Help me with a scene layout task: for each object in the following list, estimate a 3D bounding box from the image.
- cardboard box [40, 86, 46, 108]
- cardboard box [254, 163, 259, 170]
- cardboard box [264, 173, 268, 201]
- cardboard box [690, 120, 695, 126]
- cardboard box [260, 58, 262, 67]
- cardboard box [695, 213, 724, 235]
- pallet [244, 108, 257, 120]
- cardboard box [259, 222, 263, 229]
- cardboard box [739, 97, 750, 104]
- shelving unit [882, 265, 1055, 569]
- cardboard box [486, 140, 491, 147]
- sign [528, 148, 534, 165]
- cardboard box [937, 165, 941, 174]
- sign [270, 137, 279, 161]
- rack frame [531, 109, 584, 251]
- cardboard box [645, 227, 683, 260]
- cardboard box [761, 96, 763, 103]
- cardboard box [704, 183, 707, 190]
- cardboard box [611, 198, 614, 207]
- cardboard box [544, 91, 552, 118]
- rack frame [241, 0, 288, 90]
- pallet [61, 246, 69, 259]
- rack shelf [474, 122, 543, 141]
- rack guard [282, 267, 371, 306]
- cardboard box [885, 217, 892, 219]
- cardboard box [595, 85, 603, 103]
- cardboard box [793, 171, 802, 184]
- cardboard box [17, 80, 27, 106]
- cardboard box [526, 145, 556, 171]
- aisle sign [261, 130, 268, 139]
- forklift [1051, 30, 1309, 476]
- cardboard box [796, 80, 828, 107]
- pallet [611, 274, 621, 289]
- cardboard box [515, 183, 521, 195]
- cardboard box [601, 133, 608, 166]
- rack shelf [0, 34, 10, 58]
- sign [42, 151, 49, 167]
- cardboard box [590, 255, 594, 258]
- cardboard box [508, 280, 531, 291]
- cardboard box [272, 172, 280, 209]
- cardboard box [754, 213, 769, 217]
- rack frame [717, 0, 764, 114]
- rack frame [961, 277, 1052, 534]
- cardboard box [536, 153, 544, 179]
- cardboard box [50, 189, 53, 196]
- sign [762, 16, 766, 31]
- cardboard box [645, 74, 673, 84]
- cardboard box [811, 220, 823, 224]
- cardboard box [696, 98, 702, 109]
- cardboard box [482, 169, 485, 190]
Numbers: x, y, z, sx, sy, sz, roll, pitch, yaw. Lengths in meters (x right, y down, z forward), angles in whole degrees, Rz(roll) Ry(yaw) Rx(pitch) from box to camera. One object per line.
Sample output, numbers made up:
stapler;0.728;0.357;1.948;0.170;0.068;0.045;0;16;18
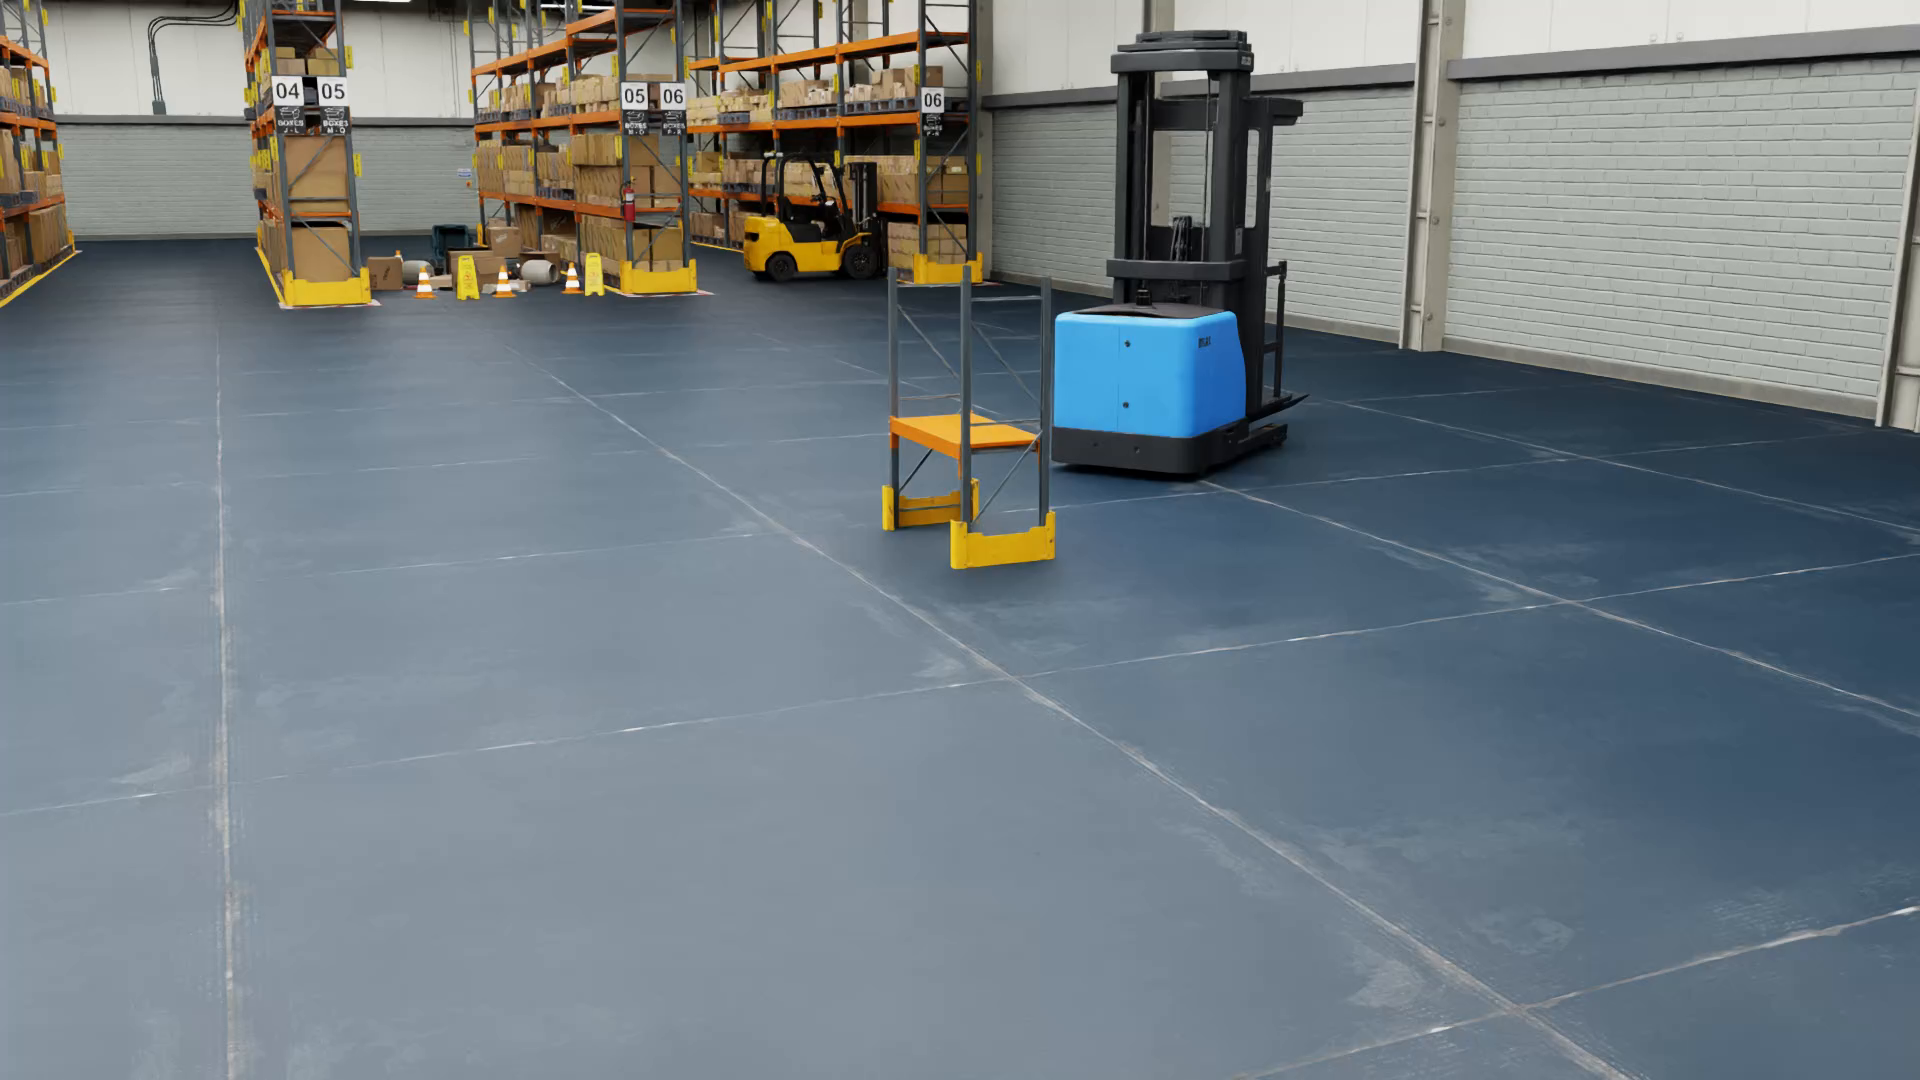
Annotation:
cardboard box;-19.985;-9.467;35.595;0.700;0.500;0.500;-7;15;-26
cardboard box;-13.382;-7.174;32.019;0.380;0.149;0.250;-5;14;-21
cardboard box;-12.520;-6.512;30.633;0.500;0.500;0.500;-5;14;-22
cardboard box;-6.367;-10.182;40.616;0.380;0.149;0.250;-6;14;-23
cardboard box;-10.811;-7.524;26.210;0.380;0.149;0.250;-6;14;-23
cardboard box;-6.150;-7.822;41.128;0.700;0.500;0.500;-5;14;-21
pallet;-13.487;-8.426;32.887;1.213;0.211;1.003;-6;14;-23
cardboard box;-15.554;-7.090;37.424;0.380;0.149;0.250;-6;14;-23
cardboard box;-4.624;-9.647;36.492;0.380;0.149;0.250;-6;14;-23
shelving unit;0.031;-0.715;9.133;0.587;1.500;1.083;-6;14;-23
cardboard box;-10.691;-9.131;38.291;0.380;0.149;0.250;-6;14;-24
sign;-8.464;-7.562;32.822;0.100;0.325;0.005;-6;14;-23
cardboard box;-0.261;-6.348;28.487;0.380;0.149;0.250;-6;14;-23
sign;-9.750;-5.561;23.652;0.100;0.325;0.005;-6;14;-23
rack frame;-7.957;-7.049;33.172;1.000;3.000;0.127;-6;14;-23
cardboard box;-4.832;-4.823;27.058;0.500;0.500;0.500;-6;14;-25
cardboard box;-4.044;-9.440;35.642;0.380;0.149;0.250;-6;14;-24
cardboard box;-5.974;-8.565;40.282;0.380;0.149;0.250;-6;14;-23
cardboard box;-5.385;-5.429;26.730;0.380;0.149;0.250;-6;14;-24
cardboard box;-7.587;-8.362;31.973;0.700;0.500;0.500;-6;14;-23
rack frame;-15.657;-11.156;37.615;1.000;3.000;0.127;-6;14;-23
pallet;-19.365;-6.038;34.990;1.003;0.211;1.213;-6;14;-23
rack shelf;-10.361;-9.399;38.271;1.077;0.370;4.000;-6;14;-23
rack guard;-9.238;-3.705;24.270;1.175;0.500;0.348;-6;14;-23
cardboard box;-1.434;-5.939;31.328;0.500;0.250;0.500;-5;14;-22
cardboard box;-5.617;-7.221;26.939;0.500;0.250;0.500;-5;14;-21
cardboard box;-3.064;-7.341;33.660;0.500;0.250;0.500;-6;14;-24
cardboard box;-18.398;-8.576;31.965;0.700;0.500;0.500;-5;14;-22
cardboard box;-8.404;-7.668;33.408;0.500;0.500;0.500;-6;14;-24
aisle sign;-15.961;-9.488;37.947;0.394;0.787;0.004;-6;14;-23
forklift;1.794;-2.140;12.114;1.130;2.935;3.031;7;15;29
cardboard box;-2.936;-8.879;33.054;0.500;0.500;0.500;-5;14;-22
pallet;-5.076;-4.224;27.152;1.003;0.211;1.213;-6;14;-23
cardboard box;-9.034;-7.369;34.889;0.500;0.250;0.500;-6;14;-24
cardboard box;-5.353;-6.268;26.699;0.700;0.500;0.500;-5;14;-22
rack shelf;-16.236;-8.118;26.969;1.077;0.370;4.000;-6;14;-23
sign;-18.146;-7.556;32.974;0.100;0.325;0.005;-6;14;-23
cardboard box;-6.142;-4.832;28.760;0.500;0.250;0.500;-5;14;-20
cardboard box;-7.128;-4.095;26.734;0.380;0.149;0.250;1;13;6
cardboard box;-10.342;-5.518;26.228;0.875;0.550;0.550;-6;14;-23
cardboard box;-4.346;-7.156;36.811;0.380;0.149;0.250;-6;14;-26
rack frame;-5.013;-11.247;38.007;1.000;3.000;0.127;-6;14;-23
rack frame;0.238;-0.608;8.671;0.500;1.500;0.032;-6;14;-23
cardboard box;-7.989;-7.333;32.588;0.500;0.500;0.500;-6;14;-25
cardboard box;-18.665;-7.057;33.767;0.380;0.149;0.250;-5;14;-21
sign;-4.507;-11.830;38.106;0.100;0.325;0.005;-6;14;-23
cardboard box;-4.708;-7.215;26.028;0.380;0.149;0.250;-6;14;-23
cardboard box;-2.635;-6.142;33.590;0.875;0.625;0.625;-6;14;-25
cardboard box;-6.054;-10.499;39.993;0.500;0.250;0.500;-5;14;-21
cardboard box;-11.004;-8.523;39.321;0.500;0.500;0.500;-6;14;-24
